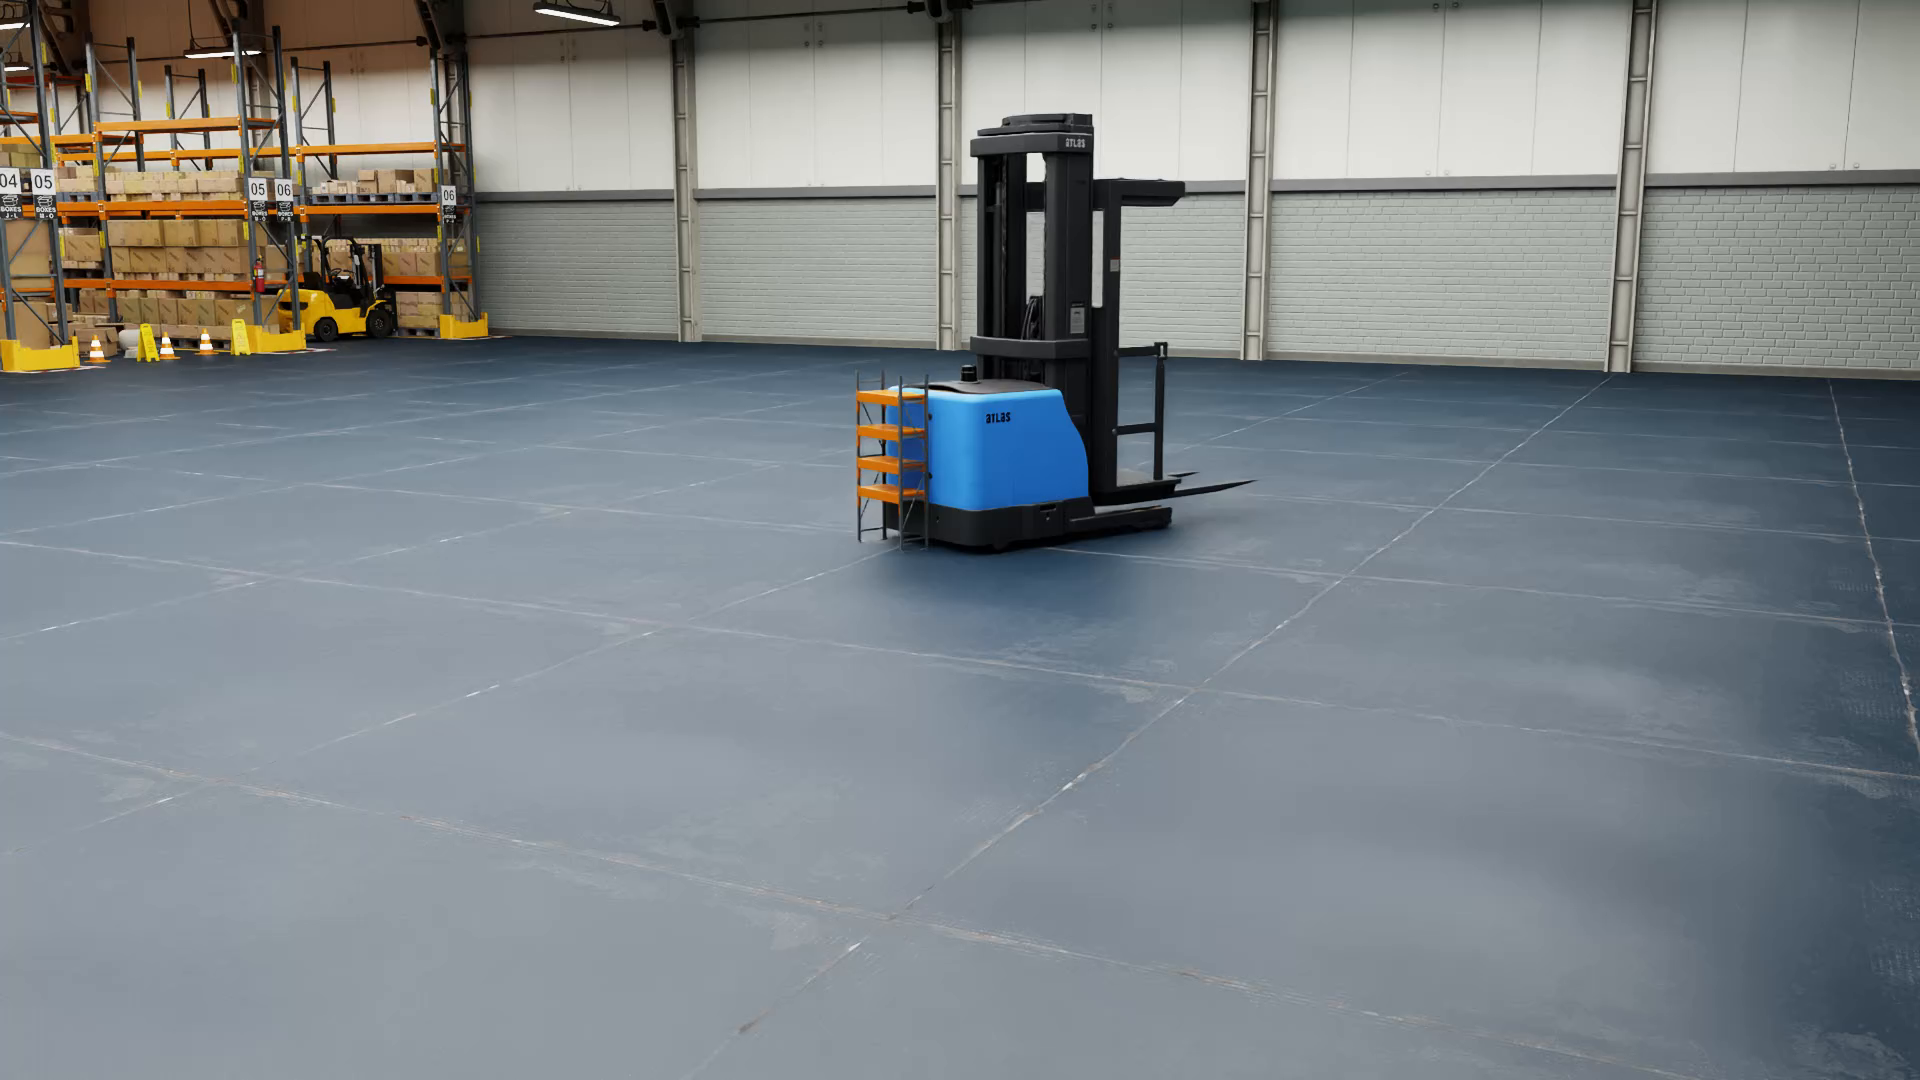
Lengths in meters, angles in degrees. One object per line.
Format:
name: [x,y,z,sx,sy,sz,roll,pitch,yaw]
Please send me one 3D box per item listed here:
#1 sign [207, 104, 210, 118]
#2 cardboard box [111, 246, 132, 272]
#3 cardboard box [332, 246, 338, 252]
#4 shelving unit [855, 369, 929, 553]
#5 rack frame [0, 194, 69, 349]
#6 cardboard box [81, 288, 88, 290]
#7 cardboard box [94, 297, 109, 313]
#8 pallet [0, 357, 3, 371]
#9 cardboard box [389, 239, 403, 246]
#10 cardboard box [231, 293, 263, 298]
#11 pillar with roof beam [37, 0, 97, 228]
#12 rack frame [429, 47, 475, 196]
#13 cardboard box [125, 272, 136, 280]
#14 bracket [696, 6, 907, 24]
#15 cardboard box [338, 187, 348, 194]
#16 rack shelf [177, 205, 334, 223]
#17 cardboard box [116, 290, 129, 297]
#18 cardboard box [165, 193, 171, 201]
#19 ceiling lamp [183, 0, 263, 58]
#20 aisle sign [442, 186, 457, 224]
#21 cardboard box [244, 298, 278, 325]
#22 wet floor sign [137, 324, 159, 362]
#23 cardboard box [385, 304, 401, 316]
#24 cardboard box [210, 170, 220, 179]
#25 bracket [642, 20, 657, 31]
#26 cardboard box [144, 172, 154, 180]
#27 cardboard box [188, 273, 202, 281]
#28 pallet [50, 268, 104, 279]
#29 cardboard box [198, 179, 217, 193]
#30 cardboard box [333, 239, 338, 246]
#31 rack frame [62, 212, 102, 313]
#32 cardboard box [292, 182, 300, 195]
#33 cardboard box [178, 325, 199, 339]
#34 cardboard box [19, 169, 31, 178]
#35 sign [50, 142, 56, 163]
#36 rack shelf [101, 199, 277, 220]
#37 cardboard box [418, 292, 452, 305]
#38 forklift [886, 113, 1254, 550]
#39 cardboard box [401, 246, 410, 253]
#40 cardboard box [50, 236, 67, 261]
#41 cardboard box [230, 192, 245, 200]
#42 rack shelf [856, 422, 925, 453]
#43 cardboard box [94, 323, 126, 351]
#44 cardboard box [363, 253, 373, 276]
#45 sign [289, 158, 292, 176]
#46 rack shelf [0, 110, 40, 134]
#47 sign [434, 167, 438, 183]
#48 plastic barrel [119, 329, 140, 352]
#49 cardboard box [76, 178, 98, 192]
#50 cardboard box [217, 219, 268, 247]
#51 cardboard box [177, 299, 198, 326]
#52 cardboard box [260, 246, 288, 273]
sign: [-17.679,-10.080,39.092,0.005,0.325,0.100,5,11,26]
cardboard box: [-16.256,-5.510,32.636,0.500,0.500,0.500,5,11,26]
cardboard box: [-13.685,-6.452,36.853,0.250,0.149,0.380,5,11,26]
shelving unit: [-0.465,-0.549,11.393,0.258,1.200,0.503,-8,13,-38]
rack frame: [-15.039,-4.280,26.955,0.127,3.000,1.000,5,11,26]
cardboard box: [-21.277,-6.198,40.737,0.250,0.149,0.380,5,11,25]
cardboard box: [-20.692,-5.679,40.526,0.500,0.500,0.500,5,11,25]
pallet: [-15.791,-2.958,27.482,1.213,0.211,1.003,5,11,26]
cardboard box: [-12.116,-6.446,35.985,0.250,0.149,0.380,5,12,27]
cardboard box: [-16.778,-5.438,38.845,0.625,0.625,0.875,5,12,28]
pillar with roof beam: [-23.639,-9.280,37.739,0.548,9.000,9.100,5,11,26]
rack frame: [-10.747,-8.823,35.214,0.127,3.000,1.000,5,11,26]
cardboard box: [-16.137,-5.182,32.646,0.250,0.149,0.380,5,12,27]
bracket: [-3.051,-10.027,31.757,4.783,0.066,0.076,5,11,26]
cardboard box: [-13.377,-7.650,36.401,0.250,0.149,0.380,5,12,28]
rack shelf: [-16.127,-7.466,38.158,4.000,0.370,1.077,5,11,26]
cardboard box: [-20.327,-5.969,40.307,0.250,0.149,0.380,5,11,26]
cardboard box: [-14.971,-6.560,31.838,0.250,0.149,0.380,5,11,26]
ceiling lamp: [-15.182,-11.649,34.437,2.000,3.185,0.800,5,11,26]
aisle sign: [-10.818,-7.098,35.229,0.004,0.787,0.394,5,11,26]
cardboard box: [-13.562,-4.410,32.113,0.500,0.500,0.500,5,11,24]
wet floor sign: [-14.137,-3.435,28.899,0.232,0.644,0.267,3,11,16]
cardboard box: [-12.239,-5.038,36.282,0.500,0.250,0.500,5,11,25]
cardboard box: [-13.825,-6.846,31.179,0.250,0.149,0.380,5,11,25]
bracket: [-6.121,-10.297,33.247,0.430,0.232,0.235,5,11,26]
cardboard box: [-15.441,-6.987,31.956,0.250,0.149,0.380,5,11,24]
cardboard box: [-14.548,-5.040,31.858,0.250,0.149,0.380,5,11,25]
pallet: [-18.321,-5.465,34.041,1.213,0.211,1.003,5,11,26]
cardboard box: [-13.962,-6.666,31.304,0.500,0.250,0.500,5,11,25]
cardboard box: [-13.672,-6.604,36.859,0.250,0.149,0.380,5,11,25]
rack frame: [-21.508,-6.817,40.973,0.127,3.000,1.000,5,11,26]
cardboard box: [-15.091,-7.893,37.285,0.500,0.311,0.500,5,11,24]
cardboard box: [-14.716,-4.035,32.144,0.500,0.250,0.500,5,11,24]
cardboard box: [-15.205,-5.966,27.096,0.250,0.149,0.380,5,11,26]
sign: [-14.788,-6.313,27.090,0.005,0.325,0.100,5,11,26]
rack shelf: [-14.733,-6.358,32.035,4.000,0.370,1.077,5,11,26]
cardboard box: [-11.298,-5.203,35.792,0.500,0.250,0.500,5,12,28]
forklift: [0.928,-1.565,12.148,3.031,2.935,1.130,-8,13,-38]
cardboard box: [-11.847,-6.289,35.956,0.250,0.149,0.380,5,11,25]
cardboard box: [-17.948,-5.876,33.479,0.500,0.500,0.500,5,12,28]
cardboard box: [-13.383,-6.414,31.031,0.250,0.149,0.380,5,11,26]
rack shelf: [-0.465,-0.703,11.365,0.258,0.148,0.480,-8,13,-38]
cardboard box: [-16.168,-3.863,31.664,0.500,0.500,0.500,-4,11,-23]
cardboard box: [-12.681,-6.038,36.388,0.500,0.500,0.500,5,11,26]
sign: [-12.700,-7.071,31.501,0.005,0.325,0.100,5,11,26]
rack shelf: [-16.833,-6.839,27.391,4.000,0.370,1.077,5,11,26]
sign: [-10.999,-7.659,34.937,0.005,0.325,0.100,5,11,26]
plastic barrel: [-15.462,-3.732,31.160,0.512,0.421,0.421,-4,11,-23]
cardboard box: [-17.115,-7.025,32.944,0.500,0.250,0.500,5,11,25]
cardboard box: [-13.494,-5.771,31.272,0.500,0.500,0.700,5,11,24]
cardboard box: [-14.692,-4.404,32.076,0.500,0.500,0.500,5,11,24]
cardboard box: [-13.242,-5.355,31.782,0.500,0.500,0.500,5,11,25]
